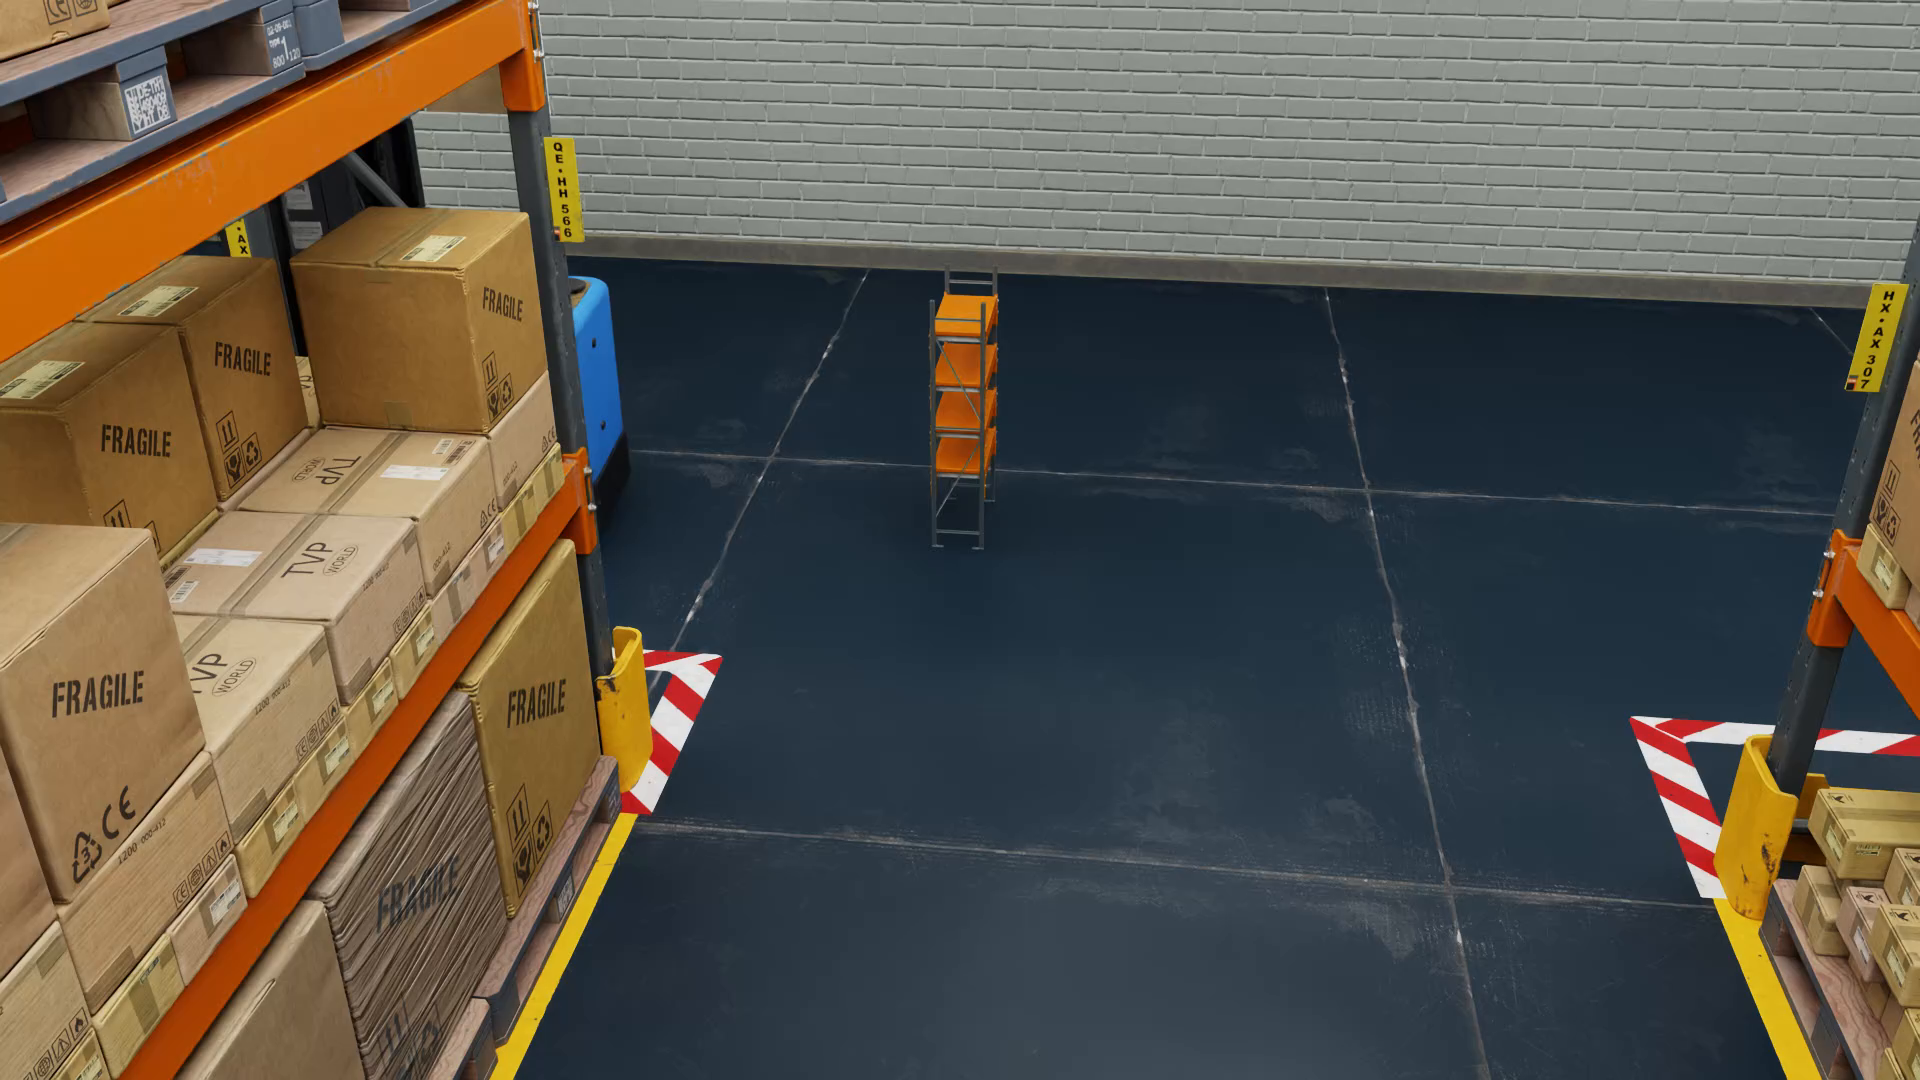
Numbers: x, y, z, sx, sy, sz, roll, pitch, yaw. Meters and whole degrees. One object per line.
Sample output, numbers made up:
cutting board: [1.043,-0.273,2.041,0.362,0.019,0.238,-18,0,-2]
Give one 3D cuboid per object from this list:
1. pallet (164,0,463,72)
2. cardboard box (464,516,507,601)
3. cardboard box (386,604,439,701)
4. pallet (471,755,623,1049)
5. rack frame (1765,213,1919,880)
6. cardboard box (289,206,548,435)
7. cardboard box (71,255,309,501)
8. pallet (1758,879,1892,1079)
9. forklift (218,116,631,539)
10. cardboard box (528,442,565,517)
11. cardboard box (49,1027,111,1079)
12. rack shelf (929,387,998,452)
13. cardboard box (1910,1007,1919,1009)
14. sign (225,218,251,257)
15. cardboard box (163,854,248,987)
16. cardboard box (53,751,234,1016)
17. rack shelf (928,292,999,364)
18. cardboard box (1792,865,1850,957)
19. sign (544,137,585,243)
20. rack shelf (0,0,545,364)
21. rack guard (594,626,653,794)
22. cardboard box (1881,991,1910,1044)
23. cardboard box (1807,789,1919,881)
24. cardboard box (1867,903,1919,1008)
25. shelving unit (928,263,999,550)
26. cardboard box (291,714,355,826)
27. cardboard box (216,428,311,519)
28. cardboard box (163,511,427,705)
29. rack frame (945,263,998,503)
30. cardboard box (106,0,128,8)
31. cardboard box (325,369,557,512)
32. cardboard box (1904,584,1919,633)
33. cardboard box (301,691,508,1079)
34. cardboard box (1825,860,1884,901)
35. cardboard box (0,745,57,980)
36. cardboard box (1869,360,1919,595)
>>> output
pallet: [-1.836,-1.429,4.172,1.003,0.211,1.213,3,28,6]
cardboard box: [-1.535,0.041,4.777,0.380,0.149,0.250,3,29,6]
cardboard box: [-1.596,0.280,4.332,0.380,0.149,0.250,3,28,5]
pallet: [-1.776,1.111,5.466,1.003,0.211,1.213,3,28,6]
rack frame: [3.155,-0.162,4.888,1.000,3.000,0.127,3,28,6]
cardboard box: [-1.554,-0.648,4.844,0.500,0.500,0.500,4,29,7]
cardboard box: [-2.144,-0.447,4.471,0.500,0.500,0.500,3,28,5]
pallet: [3.011,1.482,4.777,1.003,0.211,1.213,3,28,6]
forklift: [-3.158,-1.383,7.226,3.031,2.935,1.130,1,28,2]
cardboard box: [-1.472,-0.200,5.224,0.380,0.149,0.250,4,29,7]
cardboard box: [-1.785,1.004,2.988,0.380,0.149,0.250,3,28,5]
rack shelf: [0.020,-0.547,7.642,0.258,0.148,0.480,3,28,6]
cardboard box: [2.804,1.255,4.507,0.380,0.149,0.250,4,29,7]
sign: [-2.306,-0.949,5.352,0.100,0.325,0.005,3,28,6]
cardboard box: [-1.721,0.766,3.431,0.380,0.149,0.250,4,29,7]
cardboard box: [-1.804,0.636,3.251,0.500,0.250,0.500,4,29,7]
rack shelf: [0.020,-0.952,7.424,0.258,0.148,0.480,3,28,6]
cardboard box: [2.773,1.136,5.041,0.380,0.149,0.250,4,29,7]
sign: [-1.219,-1.074,5.110,0.100,0.325,0.005,3,28,6]
rack shelf: [-2.001,-0.560,3.223,1.077,0.370,4.000,3,28,6]
rack guard: [-1.753,0.591,6.125,1.175,0.500,0.348,3,28,6]
cardboard box: [2.798,1.382,4.586,0.380,0.149,0.250,4,29,7]
cardboard box: [2.753,0.873,4.902,0.380,0.149,0.250,2,28,4]
cardboard box: [2.681,1.121,4.442,0.380,0.149,0.250,3,28,6]
shelving unit: [0.020,-0.606,7.610,0.258,1.200,0.503,3,28,6]
cardboard box: [-1.660,0.519,3.889,0.380,0.149,0.250,4,29,7]
cardboard box: [-2.139,-0.107,4.631,0.500,0.250,0.500,3,28,6]
cardboard box: [-1.676,0.159,4.136,0.500,0.250,0.500,2,28,4]
rack frame: [0.050,-0.721,7.823,0.240,1.200,0.015,3,28,6]
cardboard box: [-1.970,-1.339,3.257,0.700,0.500,0.500,1,28,3]
cardboard box: [-1.552,-0.319,5.024,0.500,0.250,0.500,3,28,5]
cardboard box: [2.799,0.204,4.473,0.380,0.149,0.250,4,29,8]
cardboard box: [-1.866,0.987,4.553,0.875,0.875,0.875,3,28,6]
cardboard box: [2.836,1.009,4.964,0.380,0.149,0.250,5,29,8]
cardboard box: [-1.865,0.548,2.624,0.500,0.500,0.500,3,28,6]
cardboard box: [2.825,-0.142,4.431,0.500,0.500,0.500,5,29,9]
